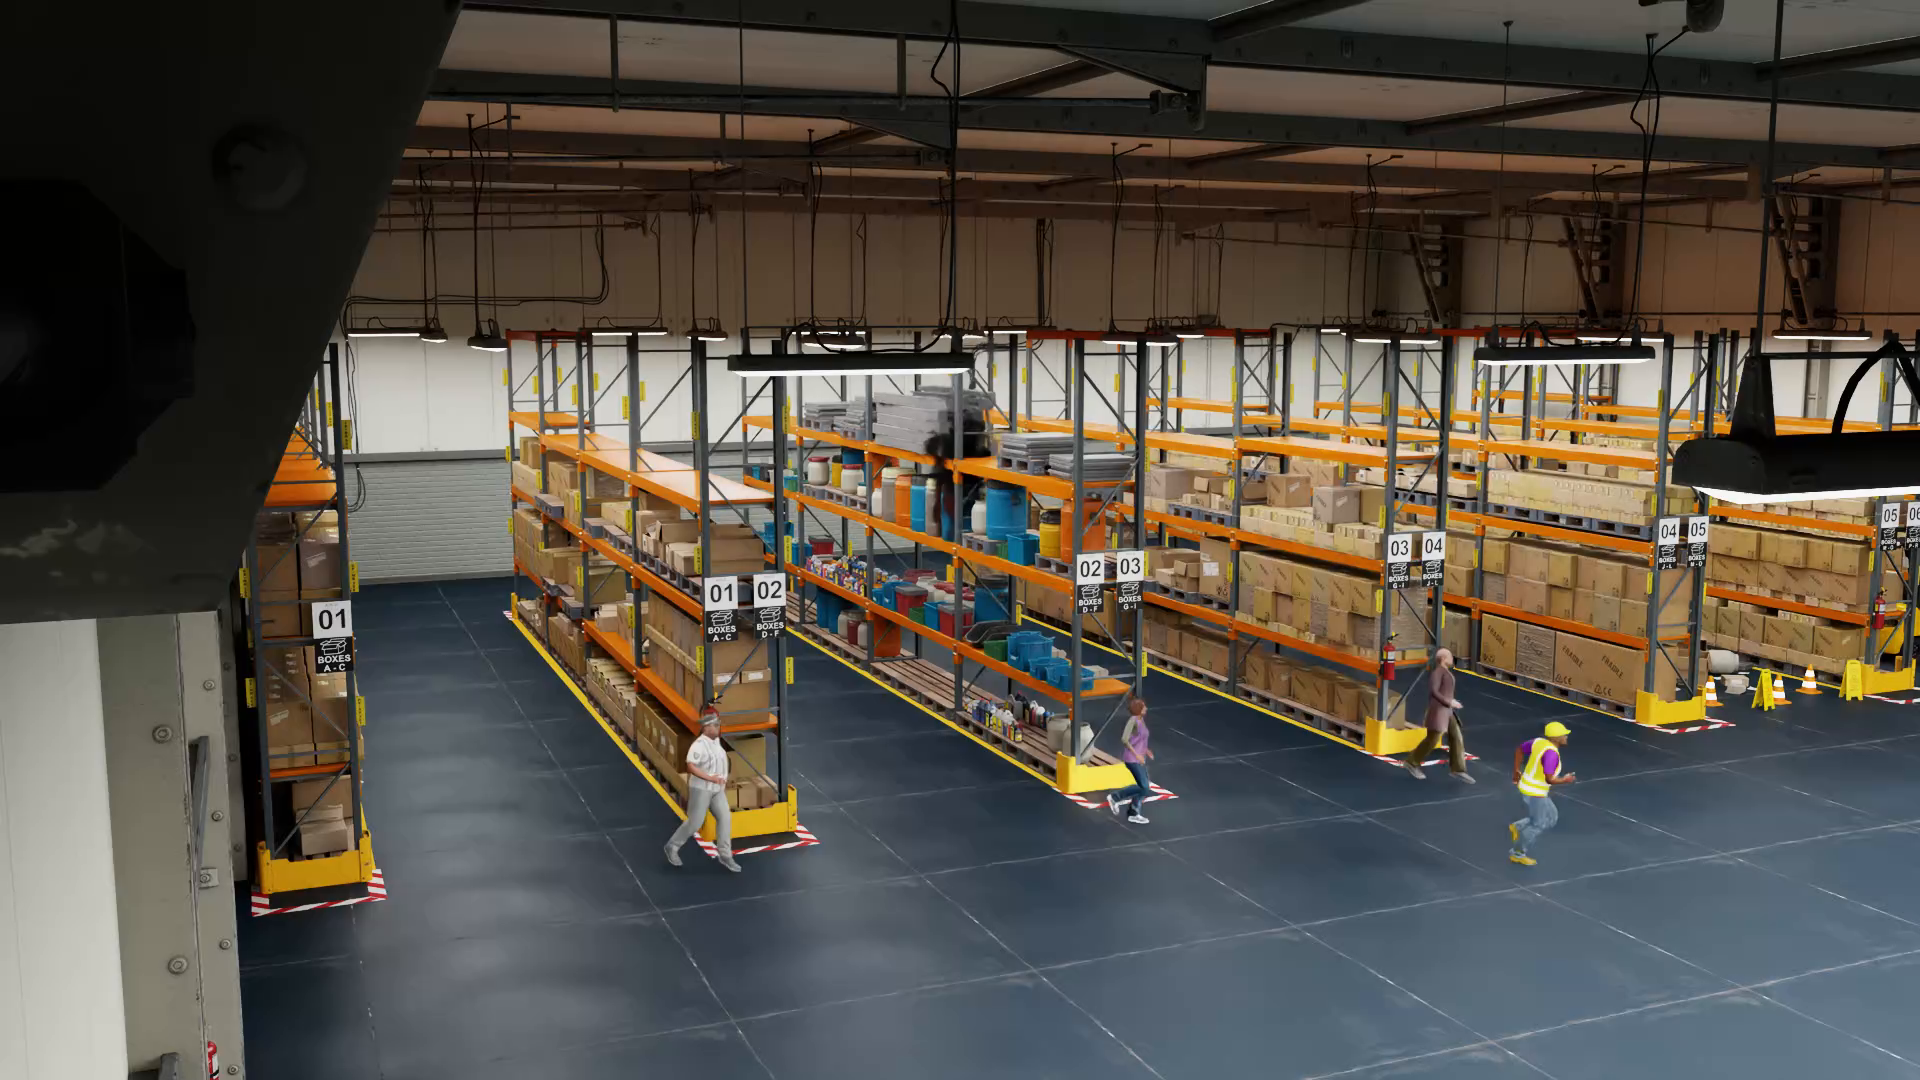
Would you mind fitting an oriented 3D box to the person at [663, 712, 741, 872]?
[{"bbox_3d":[-2.879,2.870,19.121,0.945,1.777,0.741,4,9,24],"label":"person"}]

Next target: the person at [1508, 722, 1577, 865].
[{"bbox_3d":[6.697,2.916,19.120,0.702,1.693,0.680,1,8,10],"label":"person"}]

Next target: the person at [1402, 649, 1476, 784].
[{"bbox_3d":[6.608,2.413,22.658,0.980,1.665,0.761,5,9,33],"label":"person"}]

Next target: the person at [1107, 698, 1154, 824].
[{"bbox_3d":[2.163,2.748,20.831,0.497,1.541,0.569,2,8,16],"label":"person"}]
